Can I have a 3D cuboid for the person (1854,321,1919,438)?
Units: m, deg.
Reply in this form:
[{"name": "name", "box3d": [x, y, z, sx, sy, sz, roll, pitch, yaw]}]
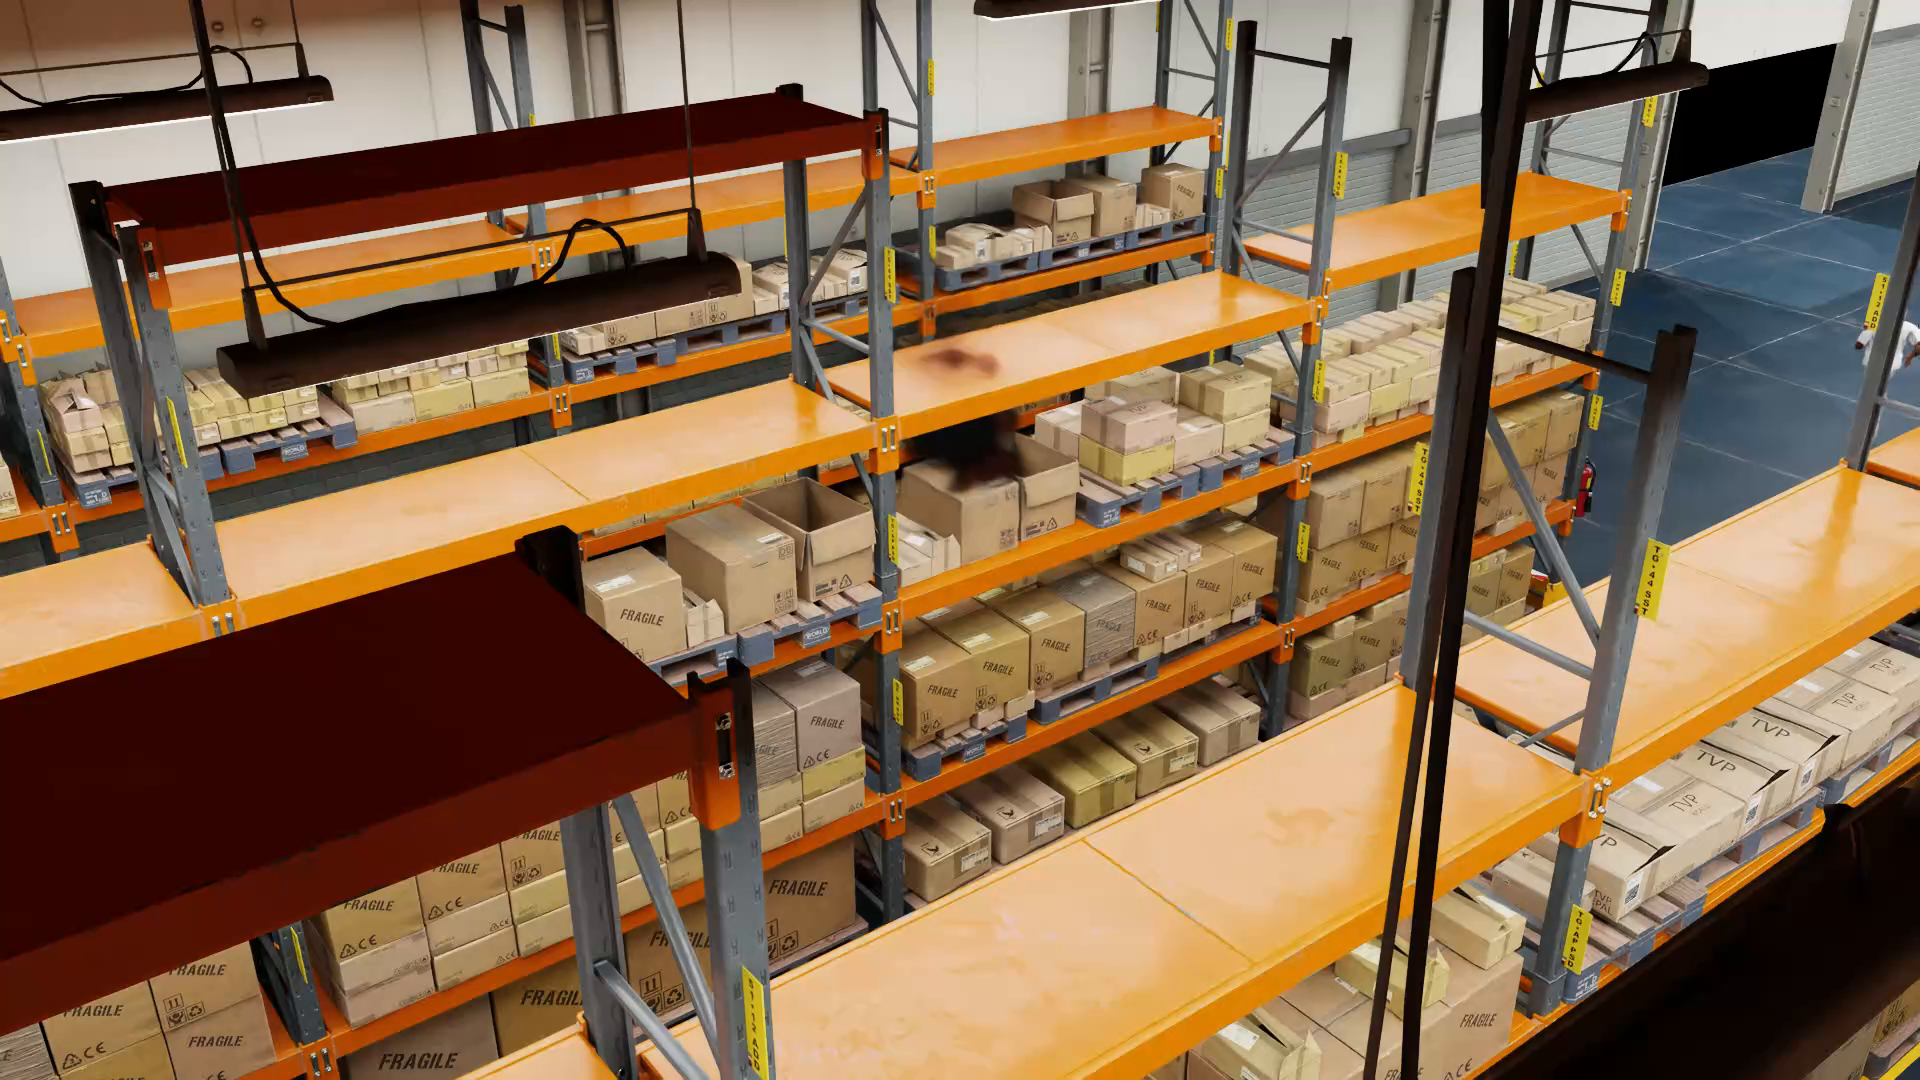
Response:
[{"name": "person", "box3d": [11.260, -2.079, 20.351, 0.679, 1.828, 0.816, 3, 26, 6]}]
